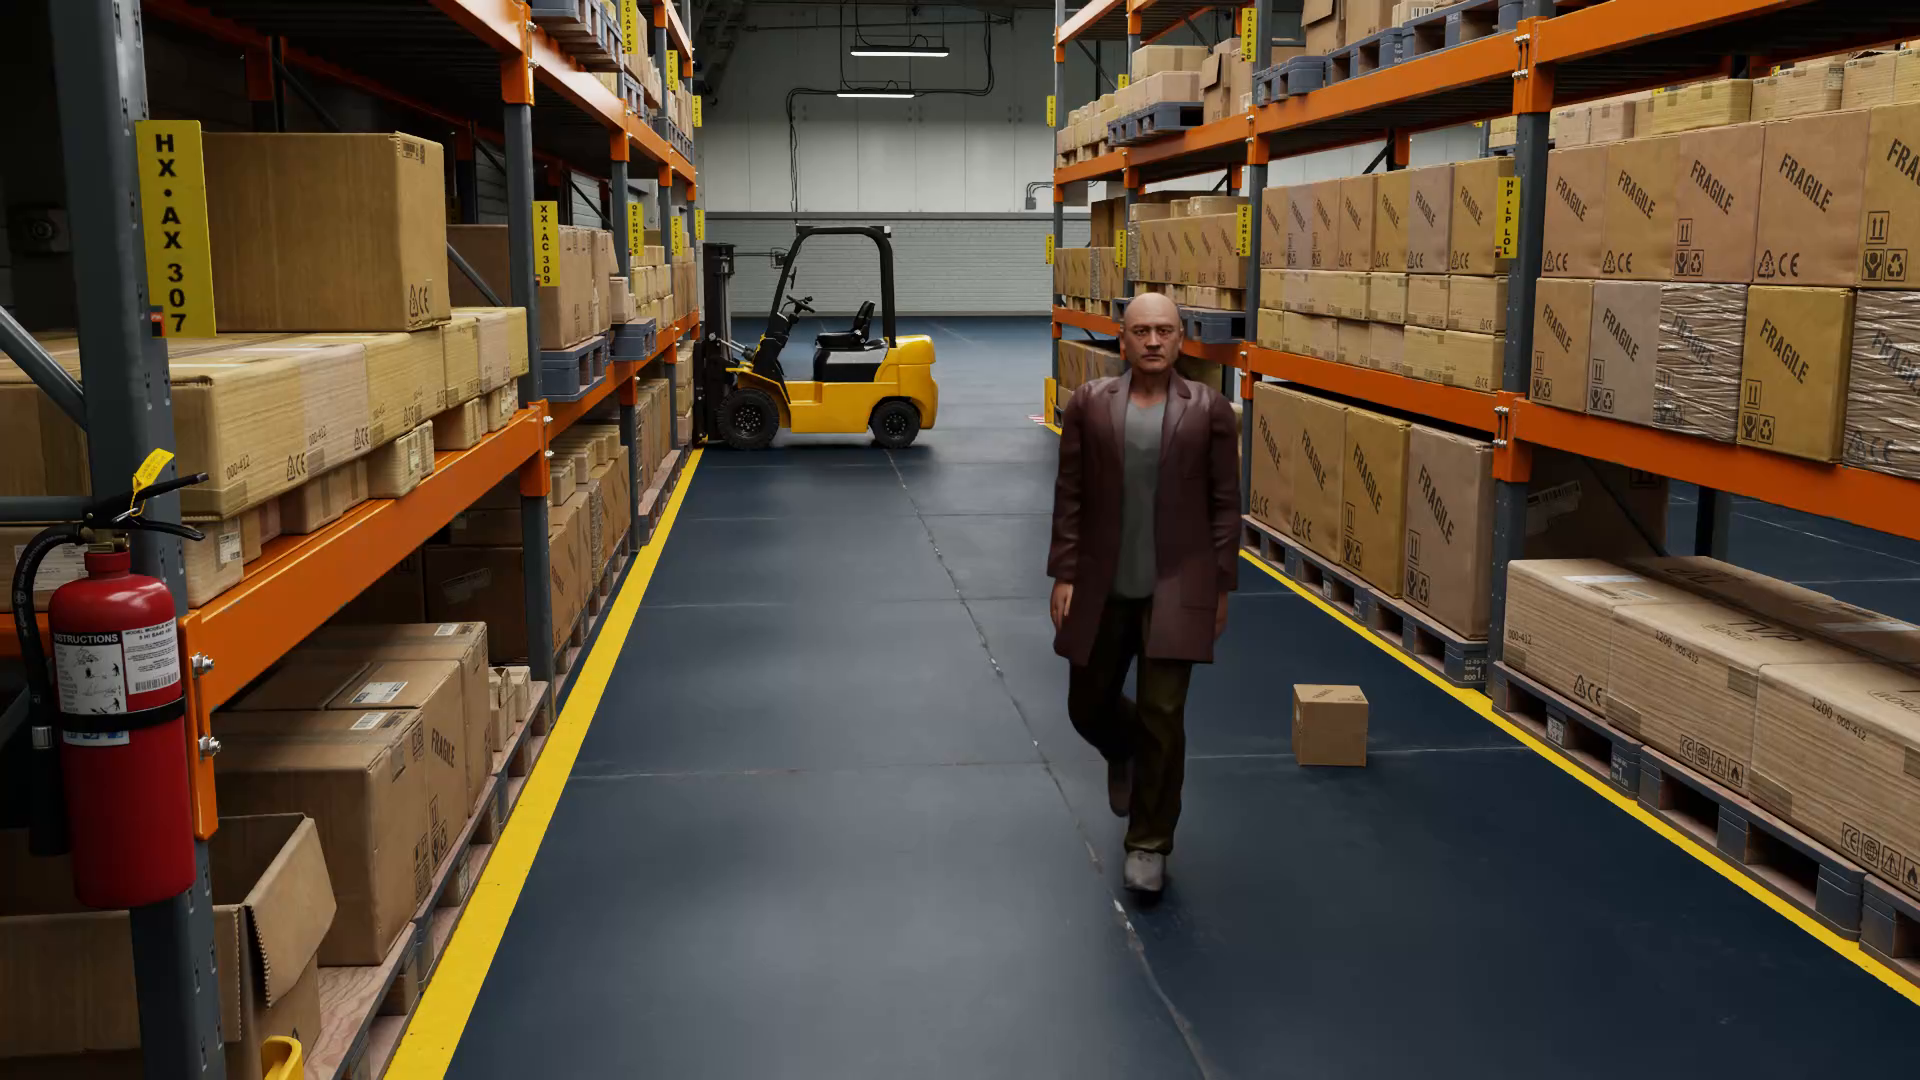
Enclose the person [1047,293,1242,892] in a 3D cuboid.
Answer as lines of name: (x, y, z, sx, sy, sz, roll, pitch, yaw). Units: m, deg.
person: (0.563, 0.126, 5.114, 0.590, 1.758, 0.832, 3, 10, 15)
